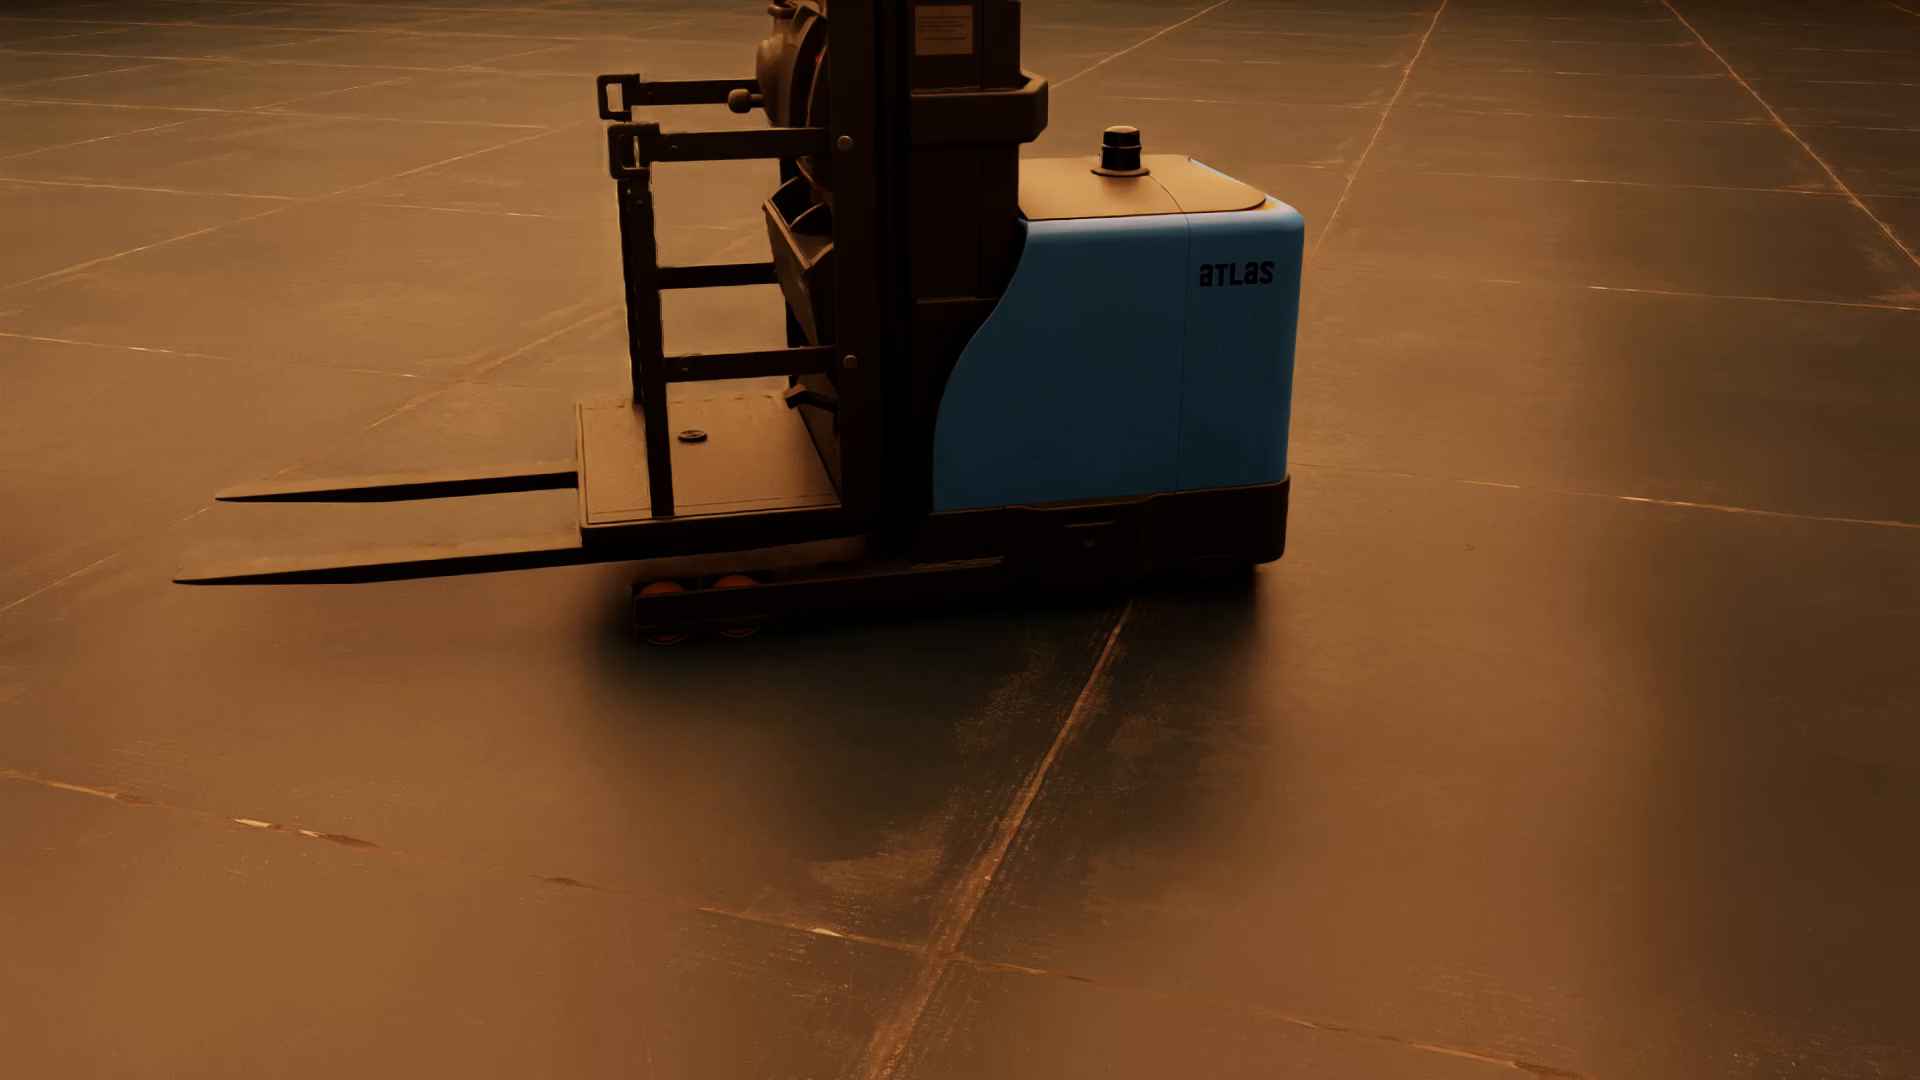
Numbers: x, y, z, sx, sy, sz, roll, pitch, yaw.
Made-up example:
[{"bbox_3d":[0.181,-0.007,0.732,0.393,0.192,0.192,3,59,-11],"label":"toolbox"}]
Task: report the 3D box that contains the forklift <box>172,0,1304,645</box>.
[{"bbox_3d":[-0.628,-1.295,4.417,3.031,2.935,1.130,-5,23,-12],"label":"forklift"}]
